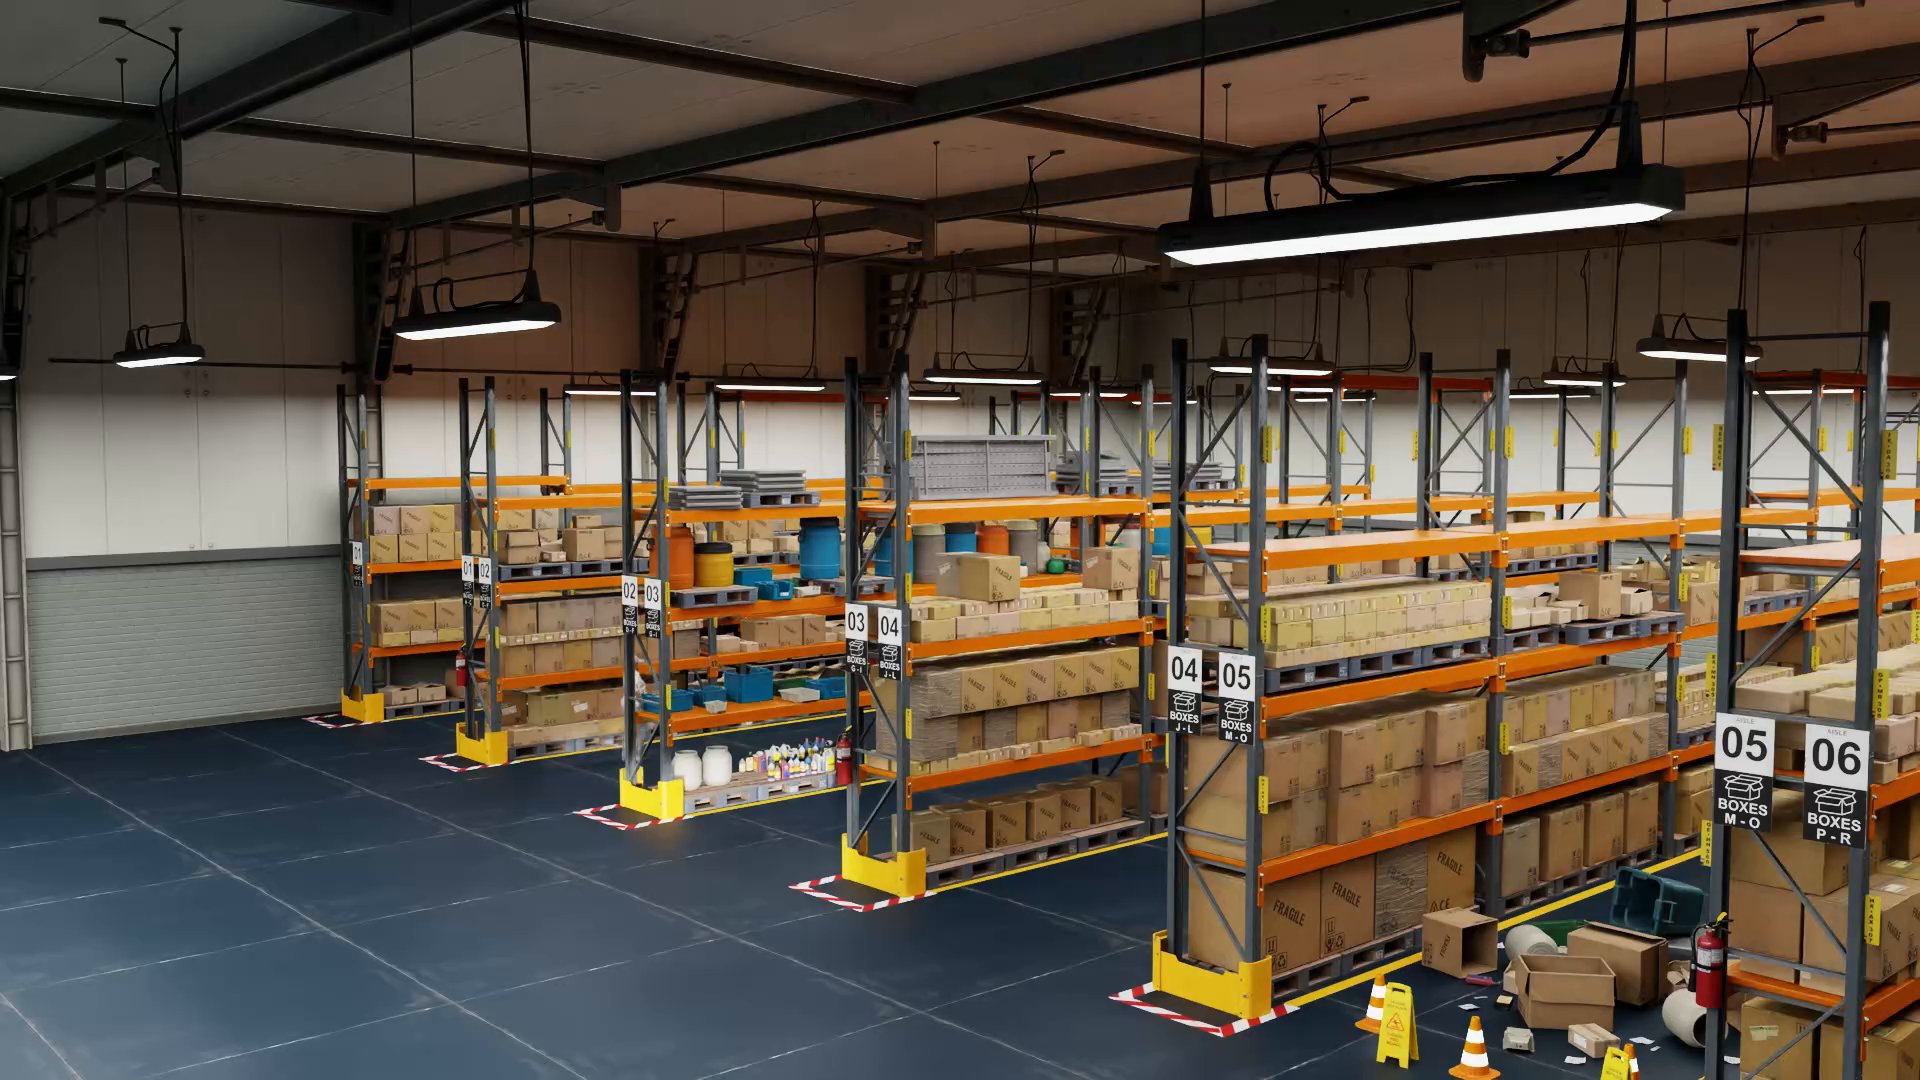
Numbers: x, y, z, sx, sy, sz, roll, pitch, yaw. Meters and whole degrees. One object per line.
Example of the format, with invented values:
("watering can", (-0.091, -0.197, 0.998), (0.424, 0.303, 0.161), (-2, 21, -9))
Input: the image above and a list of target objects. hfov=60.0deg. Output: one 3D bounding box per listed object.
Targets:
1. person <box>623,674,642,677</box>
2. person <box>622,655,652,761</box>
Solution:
("person", (-5.984, 2.400, 30.456), (0.482, 1.661, 0.325), (-3, 5, -36))
("person", (-5.056, 2.647, 25.964), (0.463, 1.717, 0.487), (-1, 4, -10))
